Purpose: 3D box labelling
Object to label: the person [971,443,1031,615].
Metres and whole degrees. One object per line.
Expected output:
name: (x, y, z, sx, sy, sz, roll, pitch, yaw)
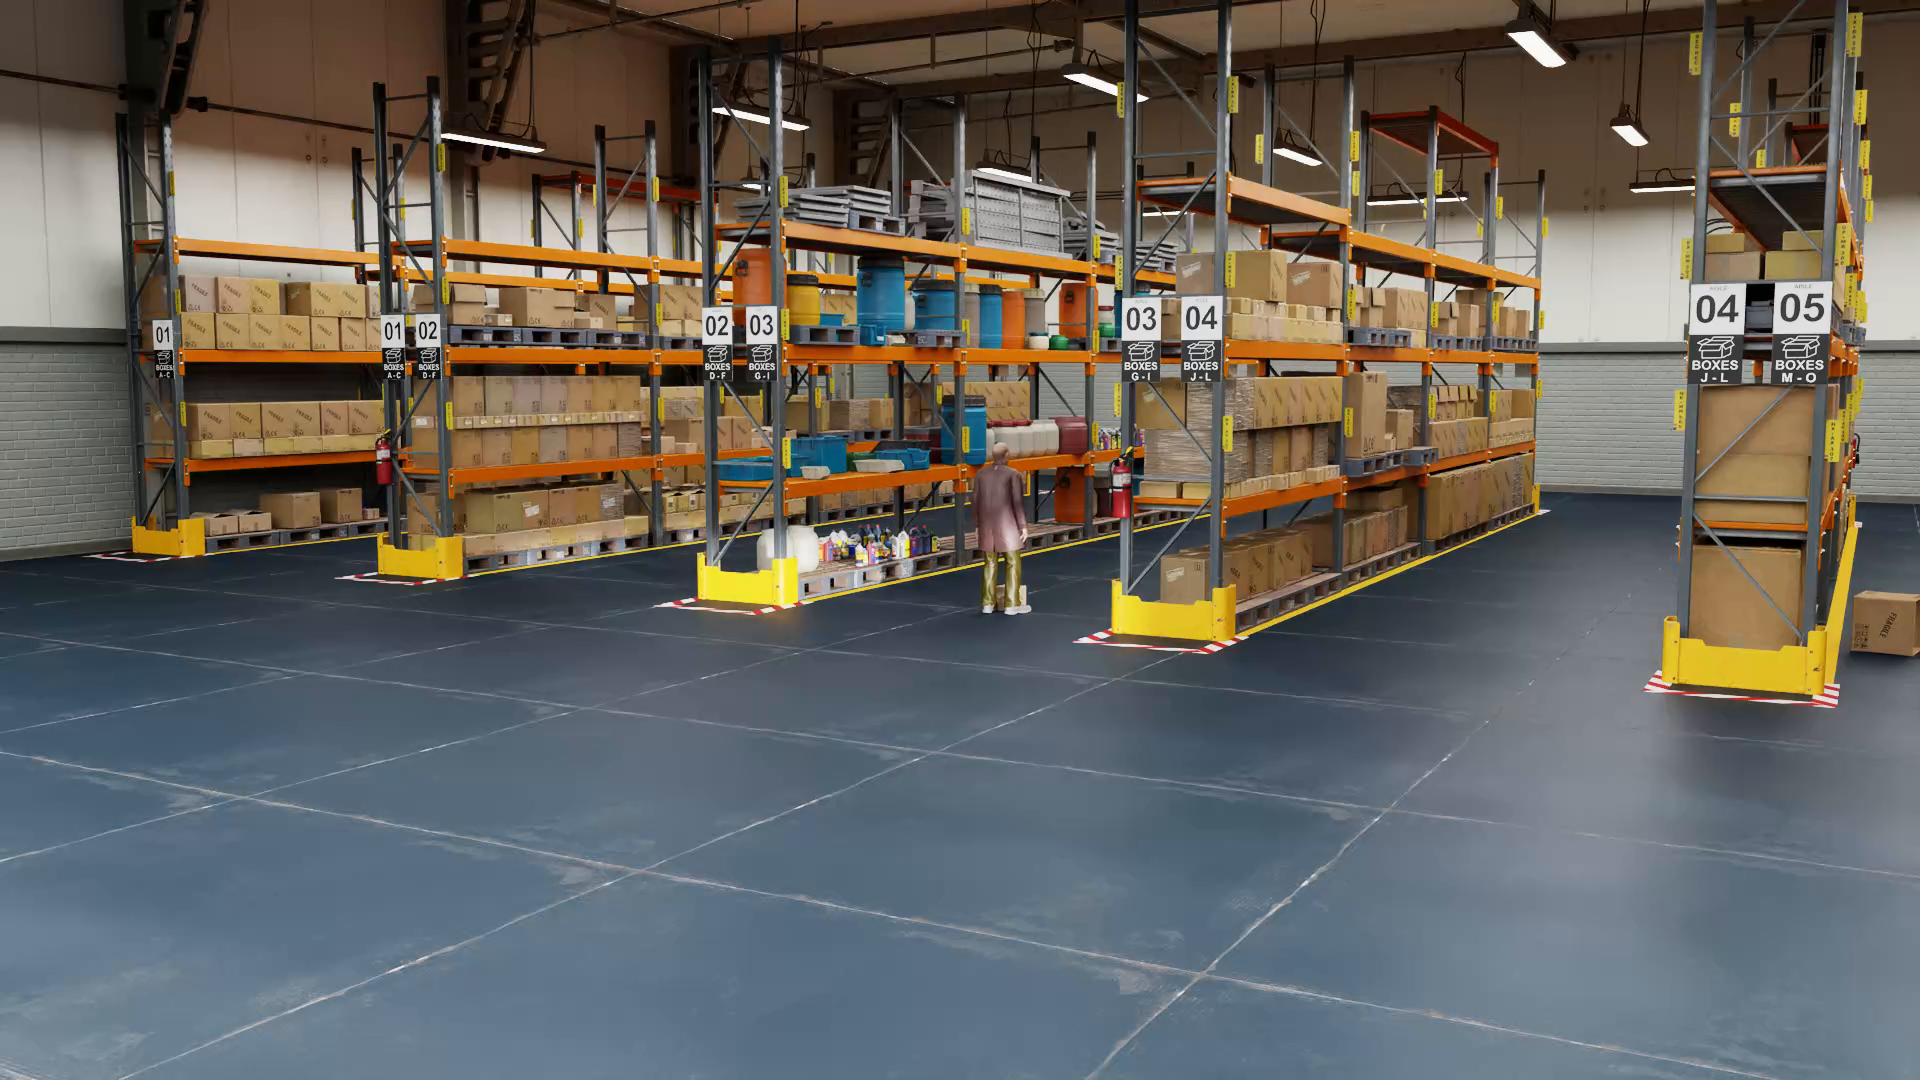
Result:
person: (0.419, -0.124, 17.290, 0.641, 1.773, 0.427, 3, 7, 28)
